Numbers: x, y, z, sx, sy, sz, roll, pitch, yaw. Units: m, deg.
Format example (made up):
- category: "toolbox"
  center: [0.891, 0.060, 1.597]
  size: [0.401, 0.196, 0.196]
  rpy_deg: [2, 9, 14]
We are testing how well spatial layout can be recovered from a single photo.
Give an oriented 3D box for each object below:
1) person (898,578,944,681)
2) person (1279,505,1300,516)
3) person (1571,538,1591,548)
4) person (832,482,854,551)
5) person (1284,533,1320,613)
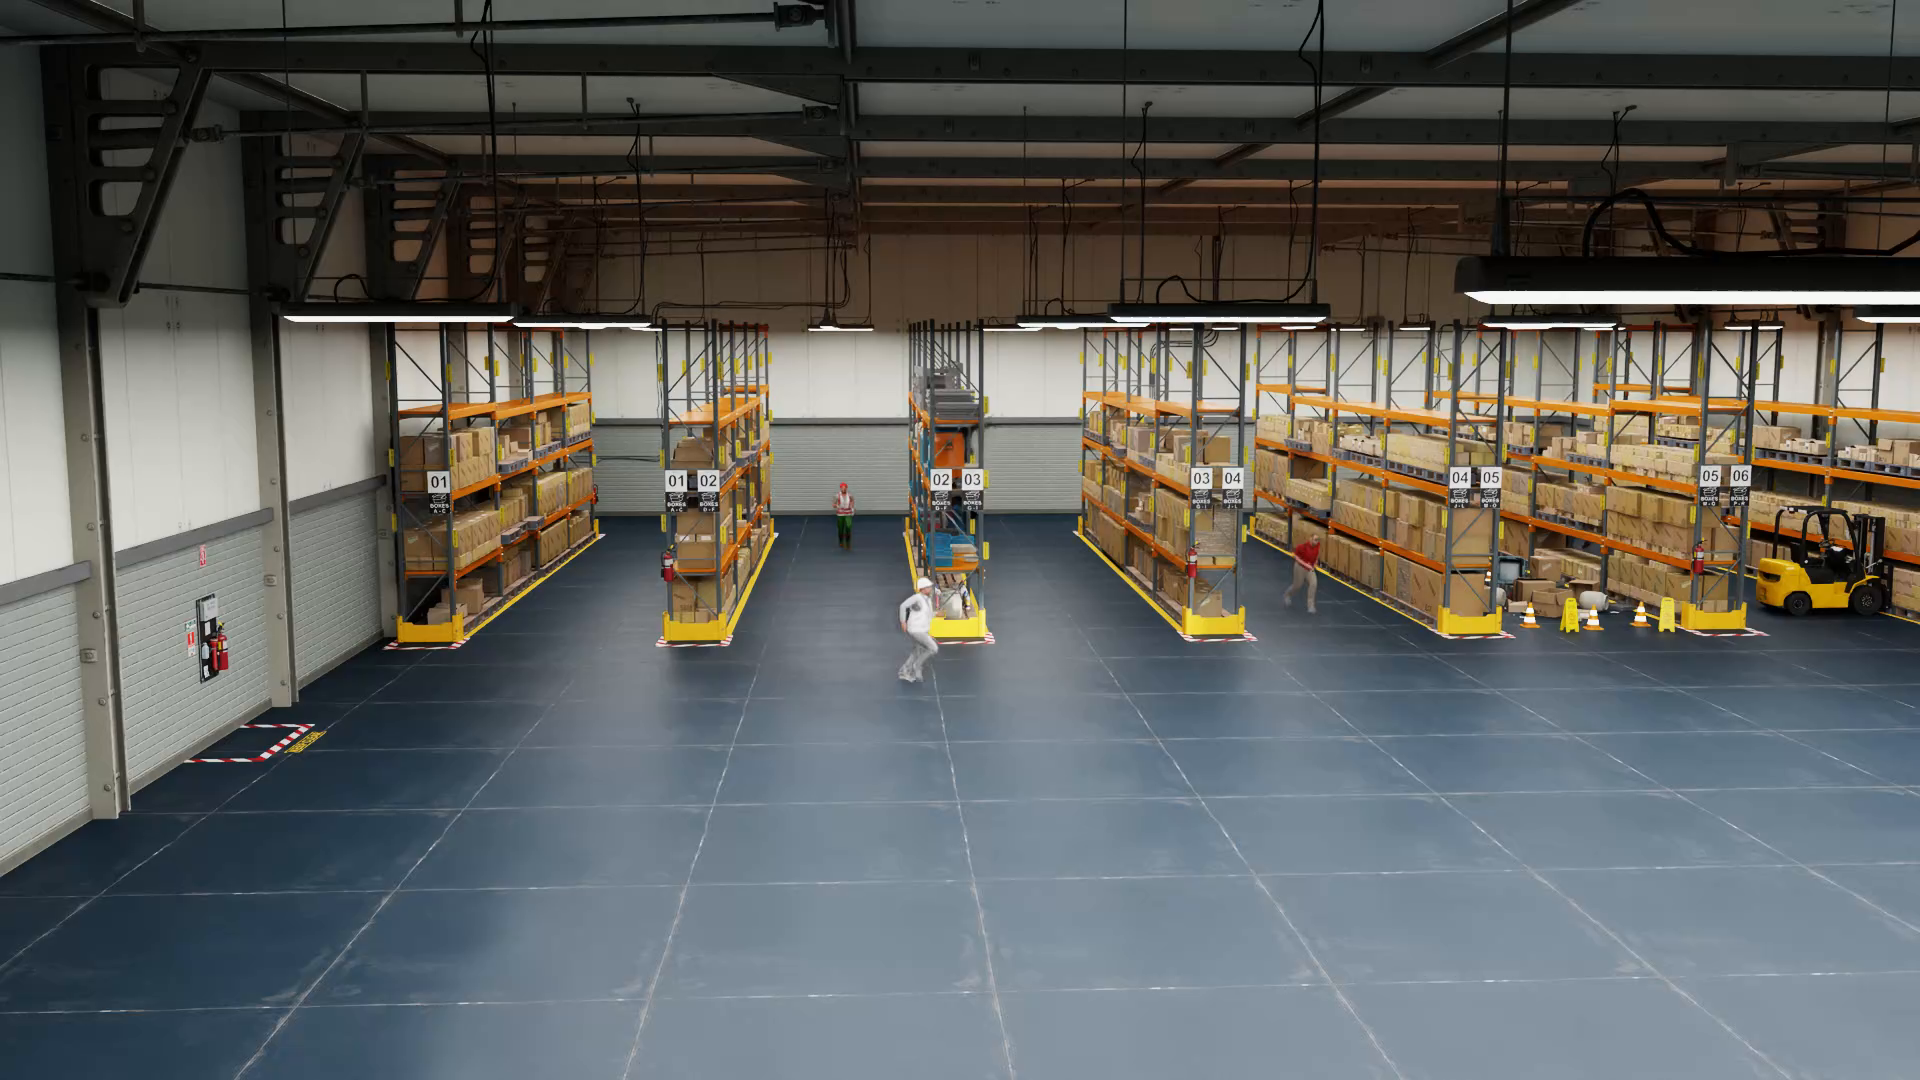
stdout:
- category: "person"
  center: [-0.643, 1.480, 27.276]
  size: [0.777, 1.724, 0.689]
  rpy_deg: [2, 7, 19]
- category: "person"
  center: [9.814, -1.188, 49.323]
  size: [0.776, 1.650, 0.631]
  rpy_deg: [-2, 7, -15]
- category: "person"
  center: [16.488, -0.573, 44.327]
  size: [0.596, 1.687, 0.854]
  rpy_deg: [-3, 8, -21]
- category: "person"
  center: [-3.103, -0.626, 44.273]
  size: [0.590, 1.831, 0.835]
  rpy_deg: [-1, 7, -6]
- category: "person"
  center: [7.137, 0.655, 34.692]
  size: [0.703, 1.693, 1.020]
  rpy_deg: [-4, 8, -29]
